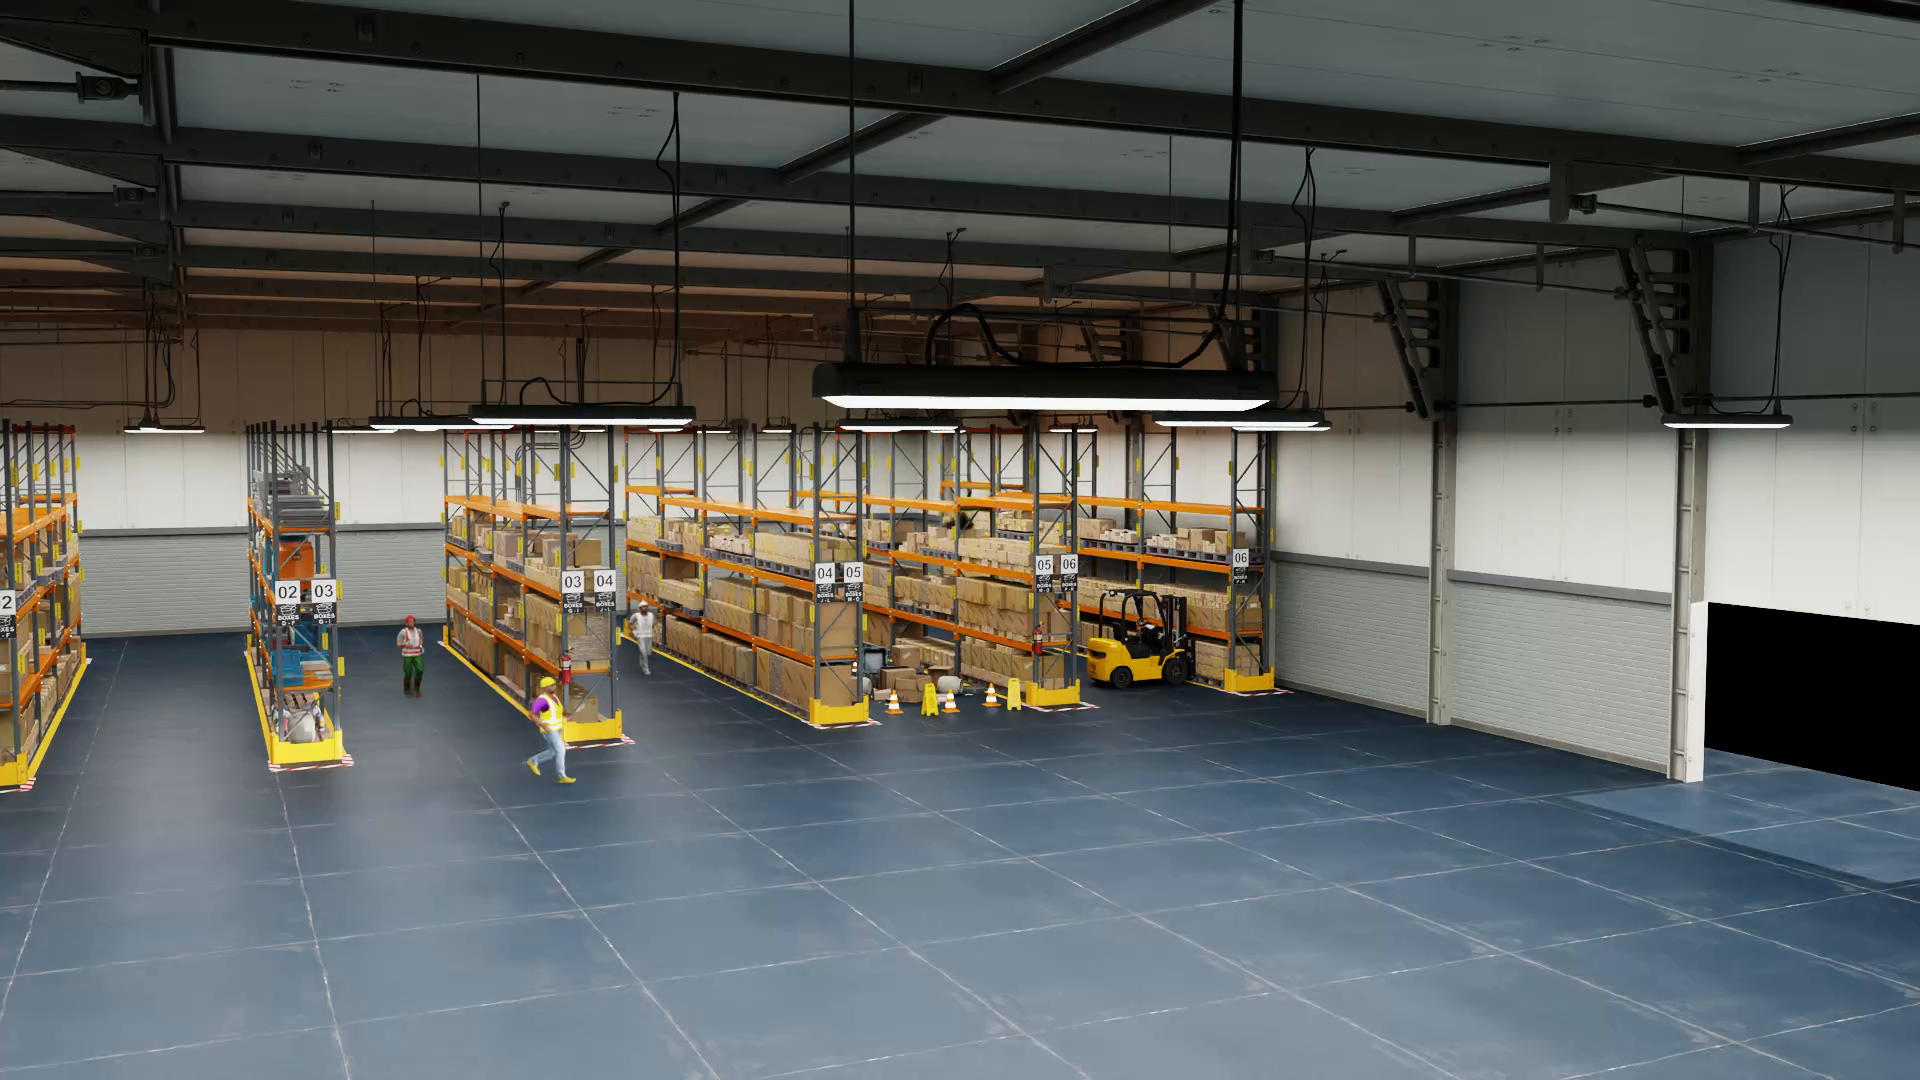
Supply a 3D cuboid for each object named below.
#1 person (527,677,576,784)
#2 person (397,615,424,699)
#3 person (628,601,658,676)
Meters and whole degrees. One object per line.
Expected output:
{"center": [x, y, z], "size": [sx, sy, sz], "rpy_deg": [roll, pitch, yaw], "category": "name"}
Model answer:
{"center": [-6.767, 3.133, 27.431], "size": [0.901, 1.745, 0.714], "rpy_deg": [1, 4, 9], "category": "person"}
{"center": [-11.966, 2.562, 36.317], "size": [0.634, 1.830, 0.713], "rpy_deg": [-3, 4, -36], "category": "person"}
{"center": [-7.636, 2.352, 40.081], "size": [0.680, 1.762, 0.802], "rpy_deg": [-2, 4, -31], "category": "person"}
